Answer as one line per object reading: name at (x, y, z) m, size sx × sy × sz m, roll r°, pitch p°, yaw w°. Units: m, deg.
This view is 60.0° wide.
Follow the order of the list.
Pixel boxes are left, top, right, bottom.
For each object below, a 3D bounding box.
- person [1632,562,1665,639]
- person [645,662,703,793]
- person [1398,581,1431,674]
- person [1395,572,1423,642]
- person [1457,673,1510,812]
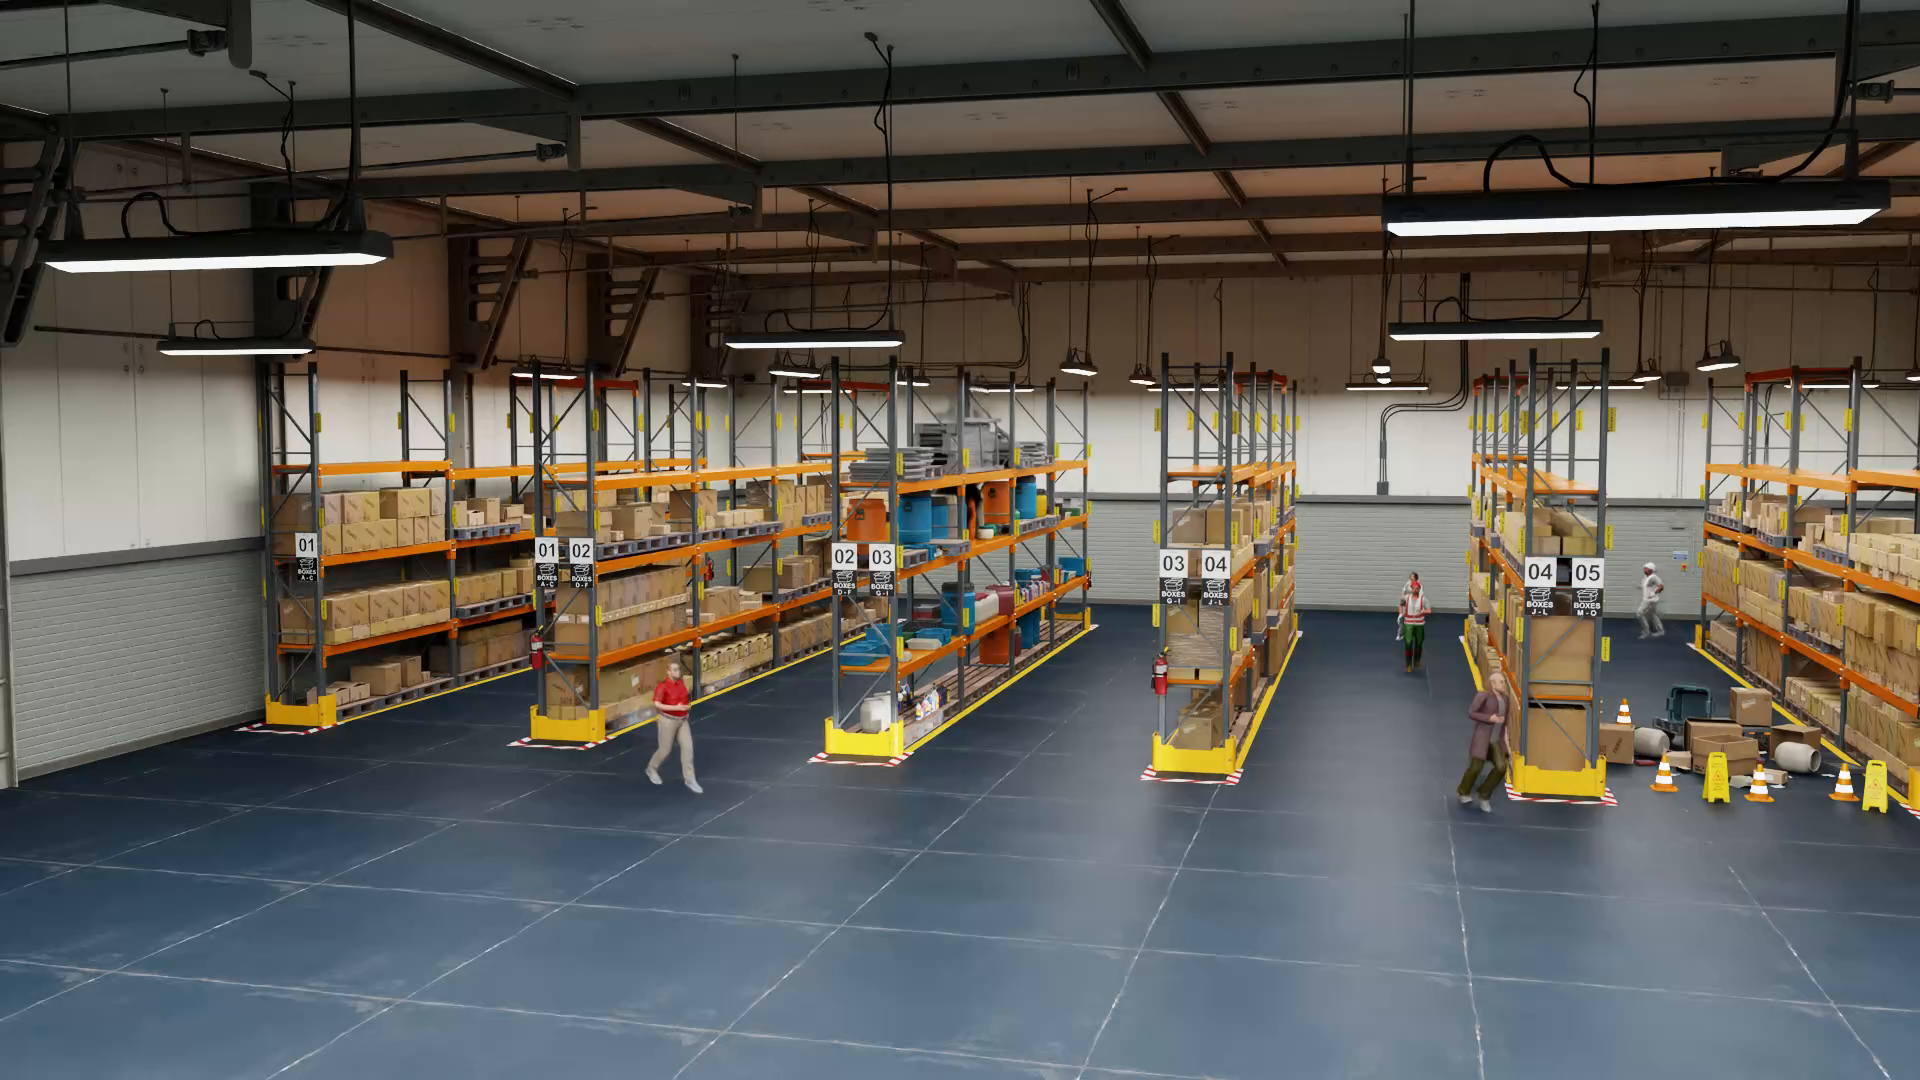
person at (15.933, 1.428, 38.430) m, size 0.737 × 1.830 × 0.677 m, roll 1°, pitch 4°, yaw 18°
person at (-3.919, 2.530, 22.662) m, size 0.943 × 1.761 × 0.676 m, roll 3°, pitch 5°, yaw 38°
person at (9.149, 1.736, 33.497) m, size 0.655 × 1.829 × 0.840 m, roll 1°, pitch 4°, yaw 15°
person at (10.415, 1.534, 38.280) m, size 0.562 × 1.617 × 0.766 m, roll 3°, pitch 5°, yaw 34°
person at (6.911, 2.626, 21.615) m, size 0.707 × 1.792 × 0.764 m, roll -1°, pitch 4°, yaw -15°
